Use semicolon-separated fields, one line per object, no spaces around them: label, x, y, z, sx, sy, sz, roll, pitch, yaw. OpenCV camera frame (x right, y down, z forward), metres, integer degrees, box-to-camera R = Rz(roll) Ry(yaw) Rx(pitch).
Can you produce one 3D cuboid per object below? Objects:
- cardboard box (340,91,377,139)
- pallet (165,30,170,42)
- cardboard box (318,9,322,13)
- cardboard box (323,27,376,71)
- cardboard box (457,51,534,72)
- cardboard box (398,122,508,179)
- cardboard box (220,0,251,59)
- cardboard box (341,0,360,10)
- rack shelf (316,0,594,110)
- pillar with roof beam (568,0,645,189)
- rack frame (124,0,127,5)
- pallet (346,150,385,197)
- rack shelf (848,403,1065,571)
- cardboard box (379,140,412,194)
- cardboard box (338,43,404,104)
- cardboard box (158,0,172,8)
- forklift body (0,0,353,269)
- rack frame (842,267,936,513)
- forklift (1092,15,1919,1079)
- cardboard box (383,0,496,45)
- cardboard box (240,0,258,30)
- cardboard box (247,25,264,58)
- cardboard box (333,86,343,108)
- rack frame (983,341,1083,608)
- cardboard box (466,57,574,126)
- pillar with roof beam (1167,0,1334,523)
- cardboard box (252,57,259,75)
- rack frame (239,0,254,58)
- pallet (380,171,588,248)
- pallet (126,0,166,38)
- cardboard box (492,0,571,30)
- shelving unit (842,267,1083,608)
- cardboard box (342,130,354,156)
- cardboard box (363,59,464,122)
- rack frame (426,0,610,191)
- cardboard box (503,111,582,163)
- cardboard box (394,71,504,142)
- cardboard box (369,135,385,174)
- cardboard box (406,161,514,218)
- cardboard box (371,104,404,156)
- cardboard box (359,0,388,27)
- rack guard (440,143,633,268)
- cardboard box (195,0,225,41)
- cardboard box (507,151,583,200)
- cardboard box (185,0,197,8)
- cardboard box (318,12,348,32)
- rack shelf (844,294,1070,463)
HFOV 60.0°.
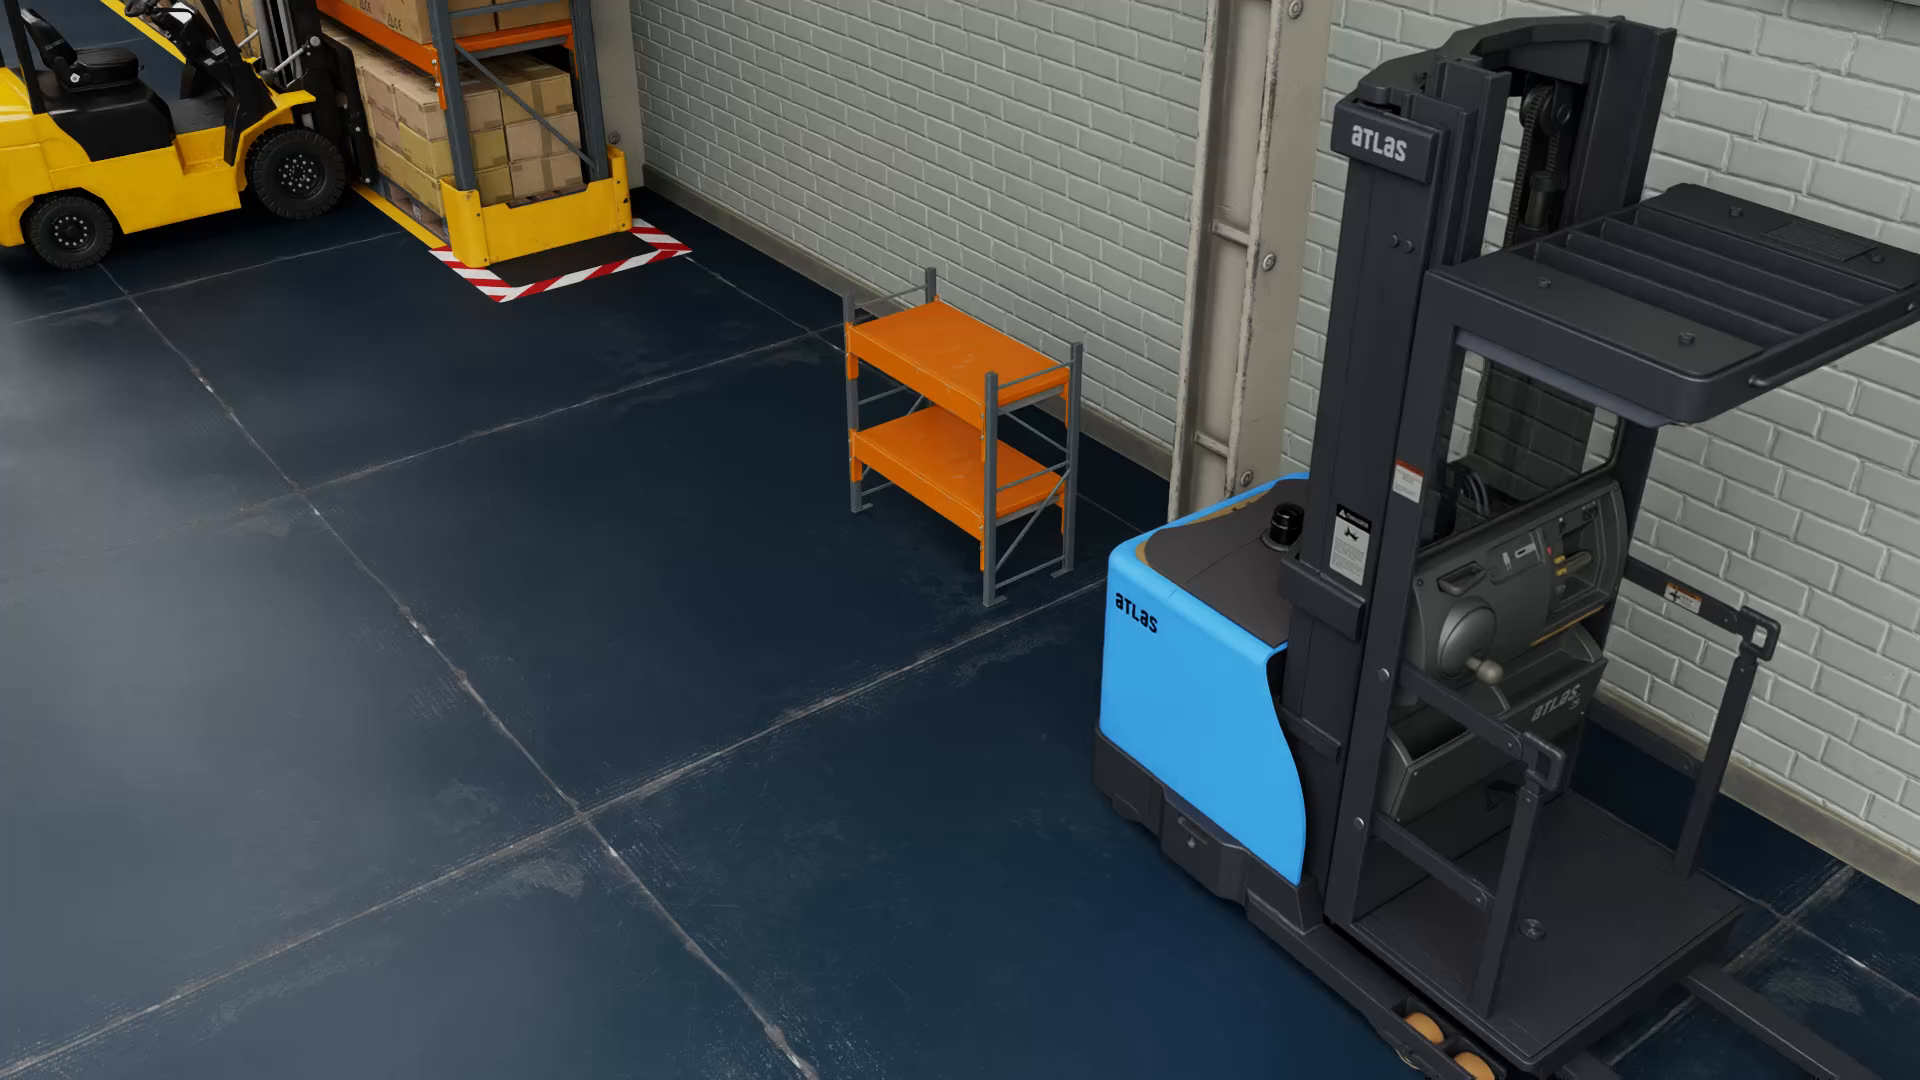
cardboard box;-3.919;-2.998;11.468;0.500;0.250;0.500;-23;39;-32
pallet;-6.429;-4.538;14.857;1.003;0.211;1.213;-22;38;-31
cardboard box;-4.840;-3.835;12.342;0.500;0.250;0.500;-22;38;-31
cardboard box;-4.210;-3.410;11.658;0.500;0.250;0.500;-23;39;-32
cardboard box;-3.196;-3.156;11.249;0.500;0.250;0.500;-22;38;-31
cardboard box;-3.287;-2.577;10.790;0.500;0.250;0.500;-23;38;-32
cardboard box;-5.523;-4.303;13.688;0.875;0.625;0.625;-20;37;-29
cardboard box;-3.876;-3.848;11.007;0.500;0.500;0.500;-23;39;-32
rack shelf;-3.968;-3.780;11.675;1.077;0.370;4.000;-22;38;-31
pillar with roof beam;-5.857;-4.990;7.255;9.100;9.000;0.400;-22;38;-31
rack frame;-7.647;-6.586;15.512;1.000;3.000;0.127;-22;38;-31
pallet;-3.988;-2.881;12.189;1.003;0.211;1.213;-22;38;-31
rack shelf;-0.004;-0.273;7.587;0.538;0.278;1.000;-22;38;-31
cardboard box;-3.577;-2.567;11.248;0.500;0.250;0.500;-22;38;-31
cardboard box;-3.905;-3.196;11.314;0.500;0.250;0.500;-22;38;-31
cardboard box;-6.869;-5.222;15.167;0.875;0.625;0.625;-21;37;-30
forklift body;-5.345;-3.092;10.690;2.313;2.155;1.214;-22;38;-31
rack frame;-0.316;-0.693;7.799;0.500;1.125;0.032;-22;38;-31
forklift;1.764;0.171;4.697;1.130;2.935;3.031;-21;38;-30
cardboard box;-3.251;-3.415;10.311;0.500;0.500;0.500;-23;39;-32
cardboard box;-5.146;-4.051;12.690;0.500;0.250;0.500;-23;39;-32
cardboard box;-5.142;-3.841;12.825;0.500;0.250;0.500;-22;38;-32
cardboard box;-4.223;-3.207;11.805;0.500;0.250;0.500;-22;38;-32
rack frame;0.308;-0.269;7.117;0.500;1.125;0.032;-22;38;-31
cardboard box;-2.887;-2.949;10.916;0.500;0.250;0.500;-23;39;-32
pillar with roof beam;-2.178;-2.489;3.229;9.100;9.000;0.400;-22;38;-31
cardboard box;-5.159;-3.621;12.945;0.500;0.250;0.500;-22;38;-31
rack frame;-5.194;-4.919;12.828;1.000;3.000;0.127;-22;38;-31
pallet;-3.244;-2.373;11.371;1.003;0.211;1.213;-22;38;-31
pallet;-7.173;-5.046;15.675;1.003;0.211;1.213;-22;38;-31
cardboard box;-2.826;-3.591;10.594;0.500;0.500;0.500;-21;37;-30
shelving unit;-0.004;-0.481;7.458;0.538;1.125;1.048;-22;38;-31
cardboard box;-4.213;-2.987;11.925;0.500;0.250;0.500;-21;38;-30
cardboard box;-3.588;-2.989;10.981;0.500;0.250;0.500;-22;38;-31
rack frame;-2.742;-3.252;10.144;1.000;3.000;0.127;-22;38;-31
cardboard box;-2.866;-2.738;11.050;0.500;0.250;0.500;-21;38;-31
cardboard box;-3.270;-2.778;10.641;0.500;0.250;0.500;-21;37;-30
cardboard box;-3.876;-2.778;11.588;0.500;0.250;0.500;-22;38;-31
cardboard box;-3.279;-2.356;10.909;0.500;0.250;0.500;-22;38;-31
cardboard box;-3.586;-2.789;11.132;0.500;0.250;0.500;-23;38;-32
cardboard box;-3.562;-3.634;10.664;0.500;0.500;0.500;-21;38;-30
rack guard;-2.727;-2.180;10.787;1.175;0.500;0.348;-22;38;-31
cardboard box;-5.993;-4.629;14.212;0.875;0.625;0.625;-23;38;-32
cardboard box;-2.888;-2.531;11.190;0.500;0.250;0.500;-22;38;-31
cardboard box;-6.456;-4.941;14.716;0.875;0.625;0.625;-24;39;-33
cardboard box;-4.526;-3.631;12.014;0.500;0.250;0.500;-21;37;-30
rack shelf;-0.004;-0.729;7.303;0.538;0.278;1.000;-22;38;-31
